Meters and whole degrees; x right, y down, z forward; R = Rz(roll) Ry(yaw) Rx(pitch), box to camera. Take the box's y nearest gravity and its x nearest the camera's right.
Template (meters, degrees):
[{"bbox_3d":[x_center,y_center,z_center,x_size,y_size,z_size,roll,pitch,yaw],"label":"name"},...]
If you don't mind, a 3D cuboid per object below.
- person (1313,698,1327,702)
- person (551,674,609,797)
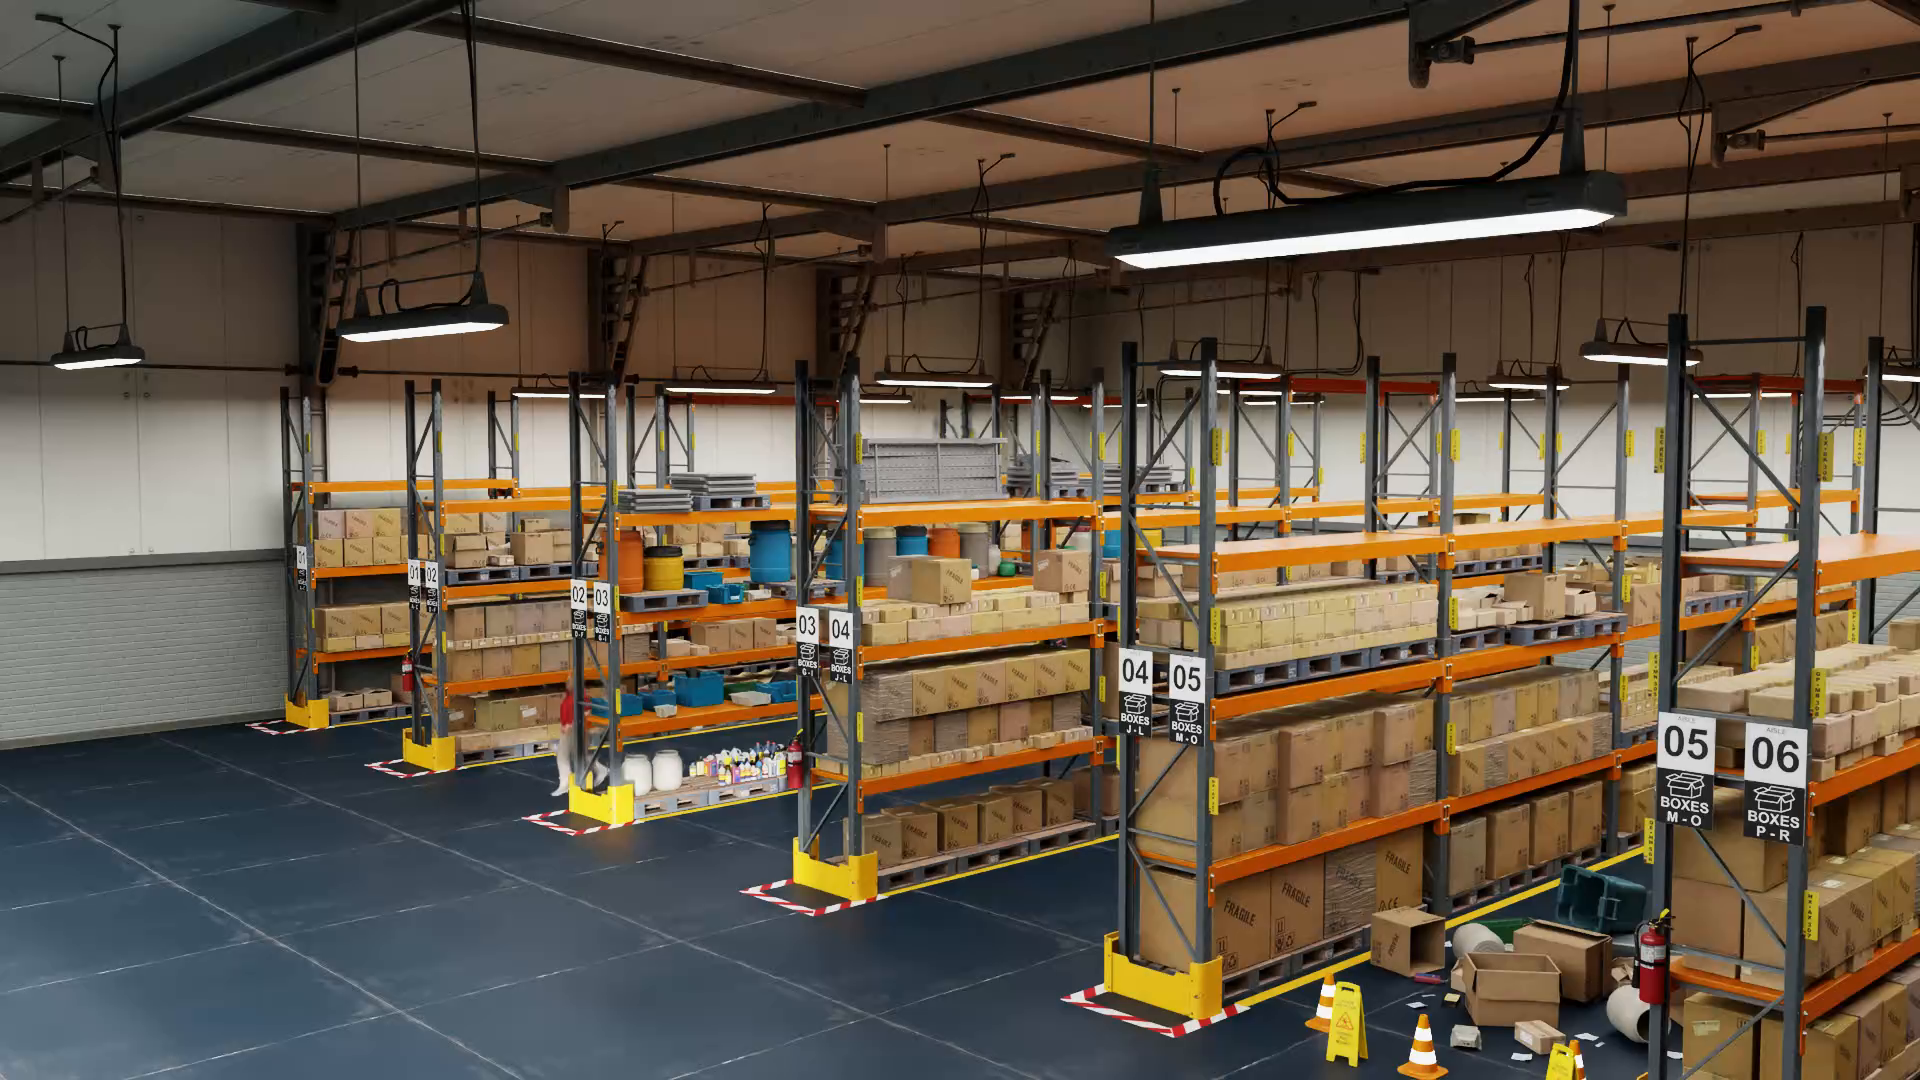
[{"bbox_3d":[4.771,2.877,22.175,0.712,1.725,0.573,3,5,41],"label":"person"},{"bbox_3d":[-5.513,2.786,23.937,0.844,1.737,0.661,-3,5,-43],"label":"person"}]
